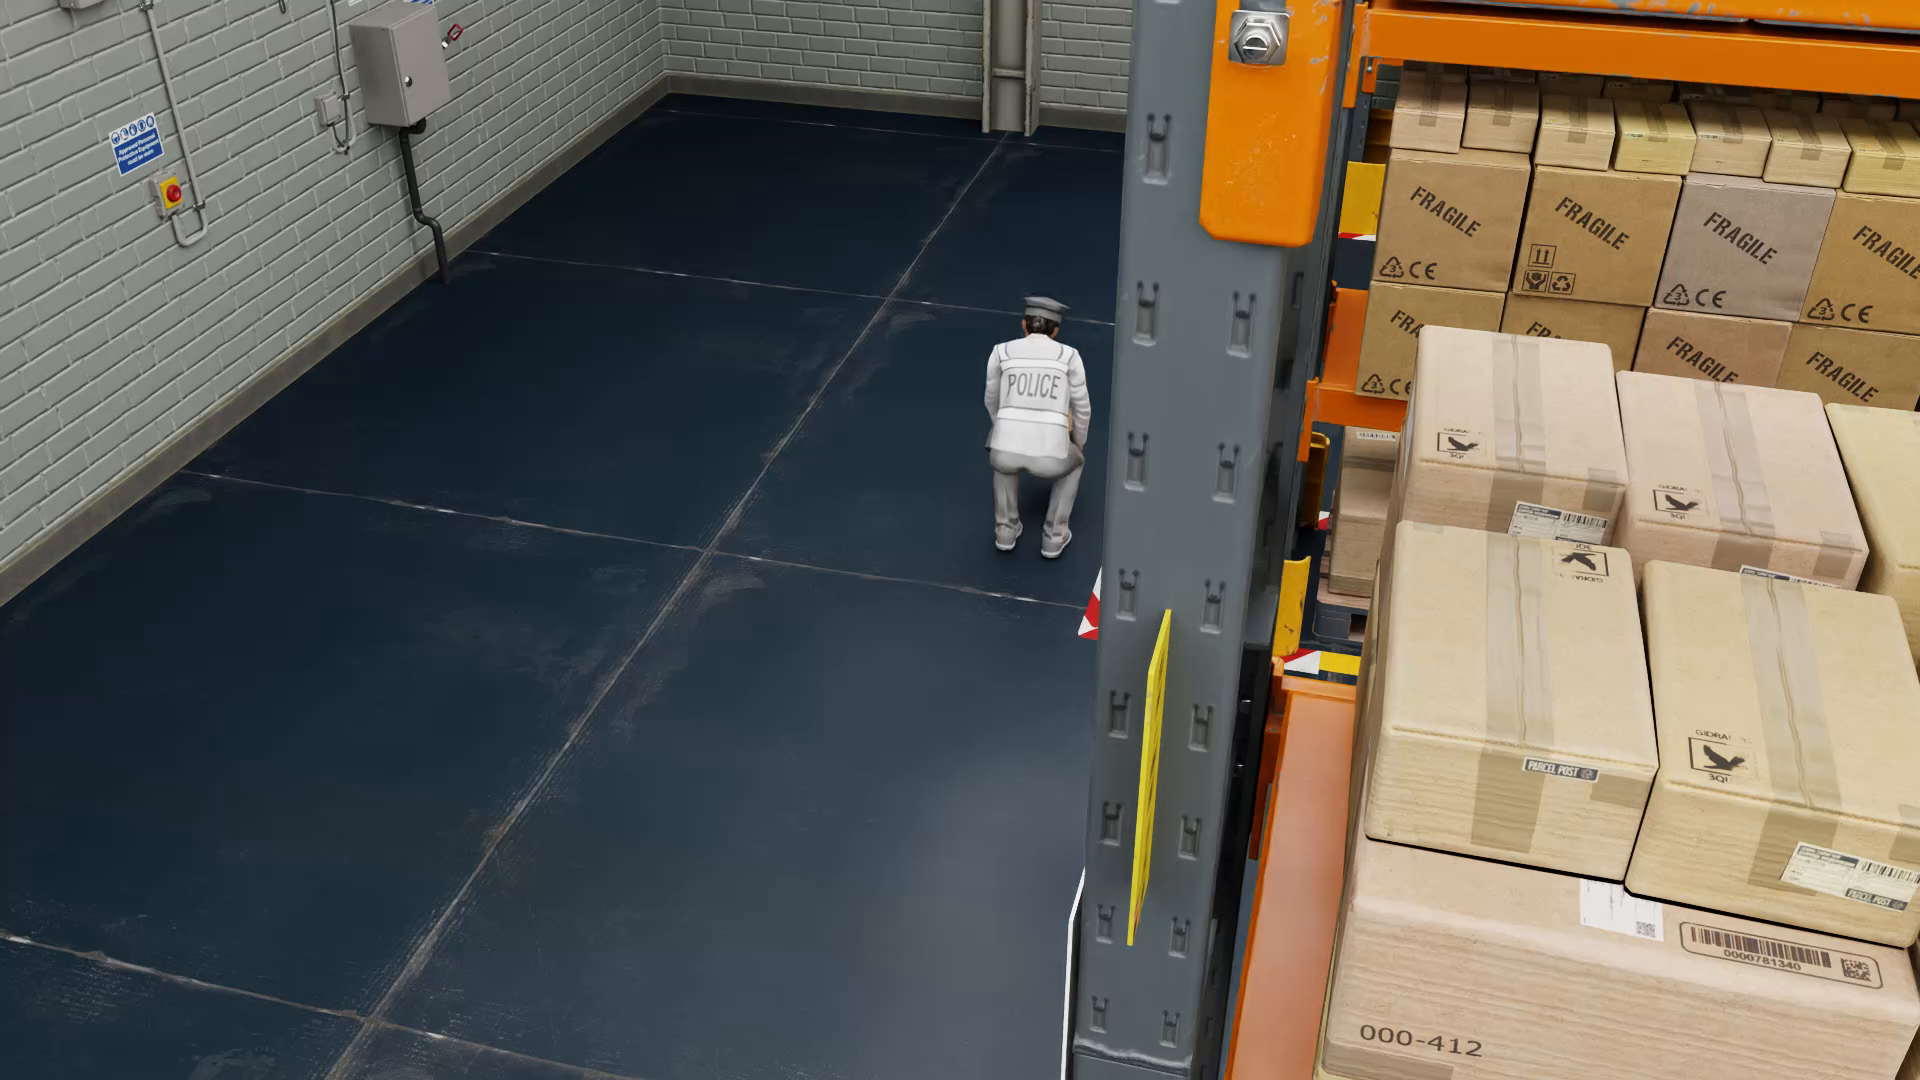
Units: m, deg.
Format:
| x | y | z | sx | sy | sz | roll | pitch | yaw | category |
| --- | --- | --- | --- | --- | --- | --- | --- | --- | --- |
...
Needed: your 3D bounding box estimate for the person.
| x | y | z | sx | sy | sz | roll | pitch | yaw | category |
| --- | --- | --- | --- | --- | --- | --- | --- | --- | --- |
| 0.340 | -0.532 | 7.923 | 0.520 | 1.163 | 0.796 | 8 | 34 | 12 | person |
